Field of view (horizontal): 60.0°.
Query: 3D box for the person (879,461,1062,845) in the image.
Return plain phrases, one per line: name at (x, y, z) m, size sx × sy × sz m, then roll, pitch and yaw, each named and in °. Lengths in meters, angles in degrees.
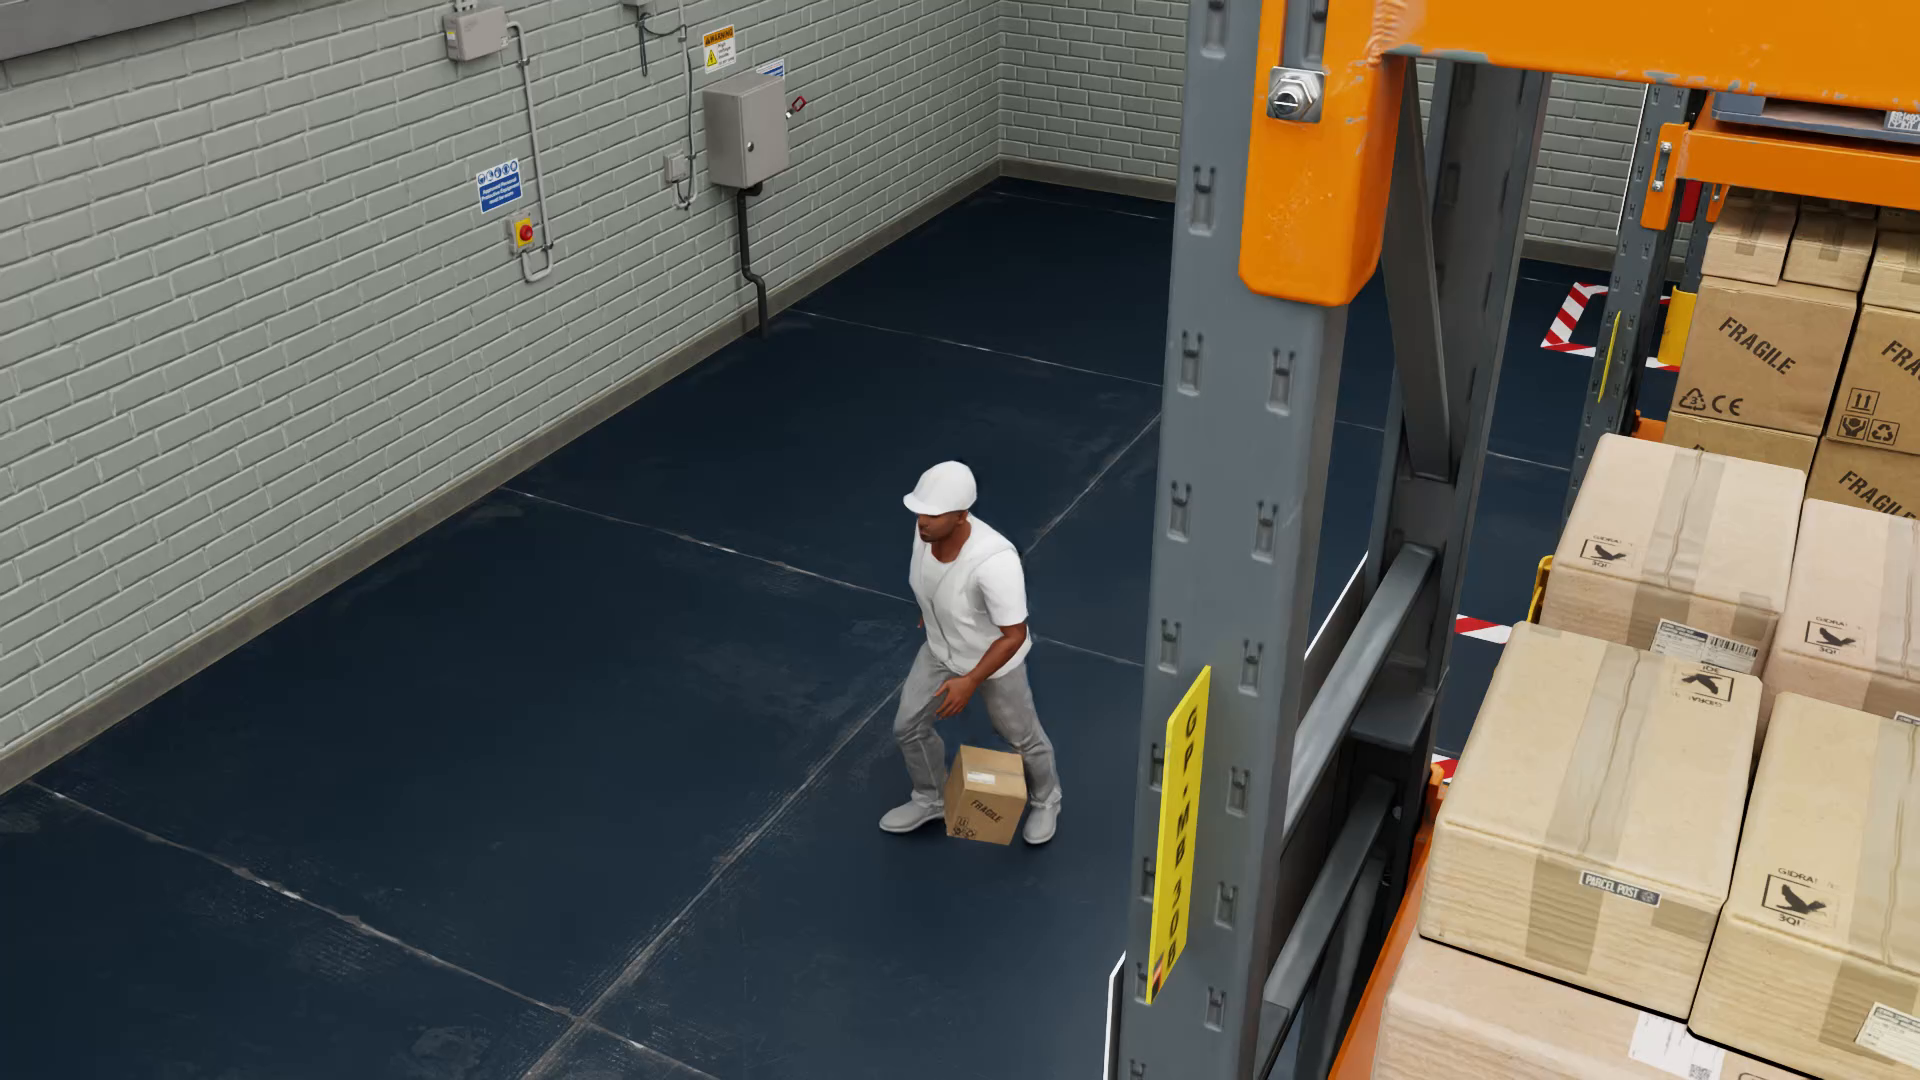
person at (0.039, 0.423, 6.399) m, size 0.667 × 1.708 × 0.697 m, roll 25°, pitch 38°, yaw 37°
